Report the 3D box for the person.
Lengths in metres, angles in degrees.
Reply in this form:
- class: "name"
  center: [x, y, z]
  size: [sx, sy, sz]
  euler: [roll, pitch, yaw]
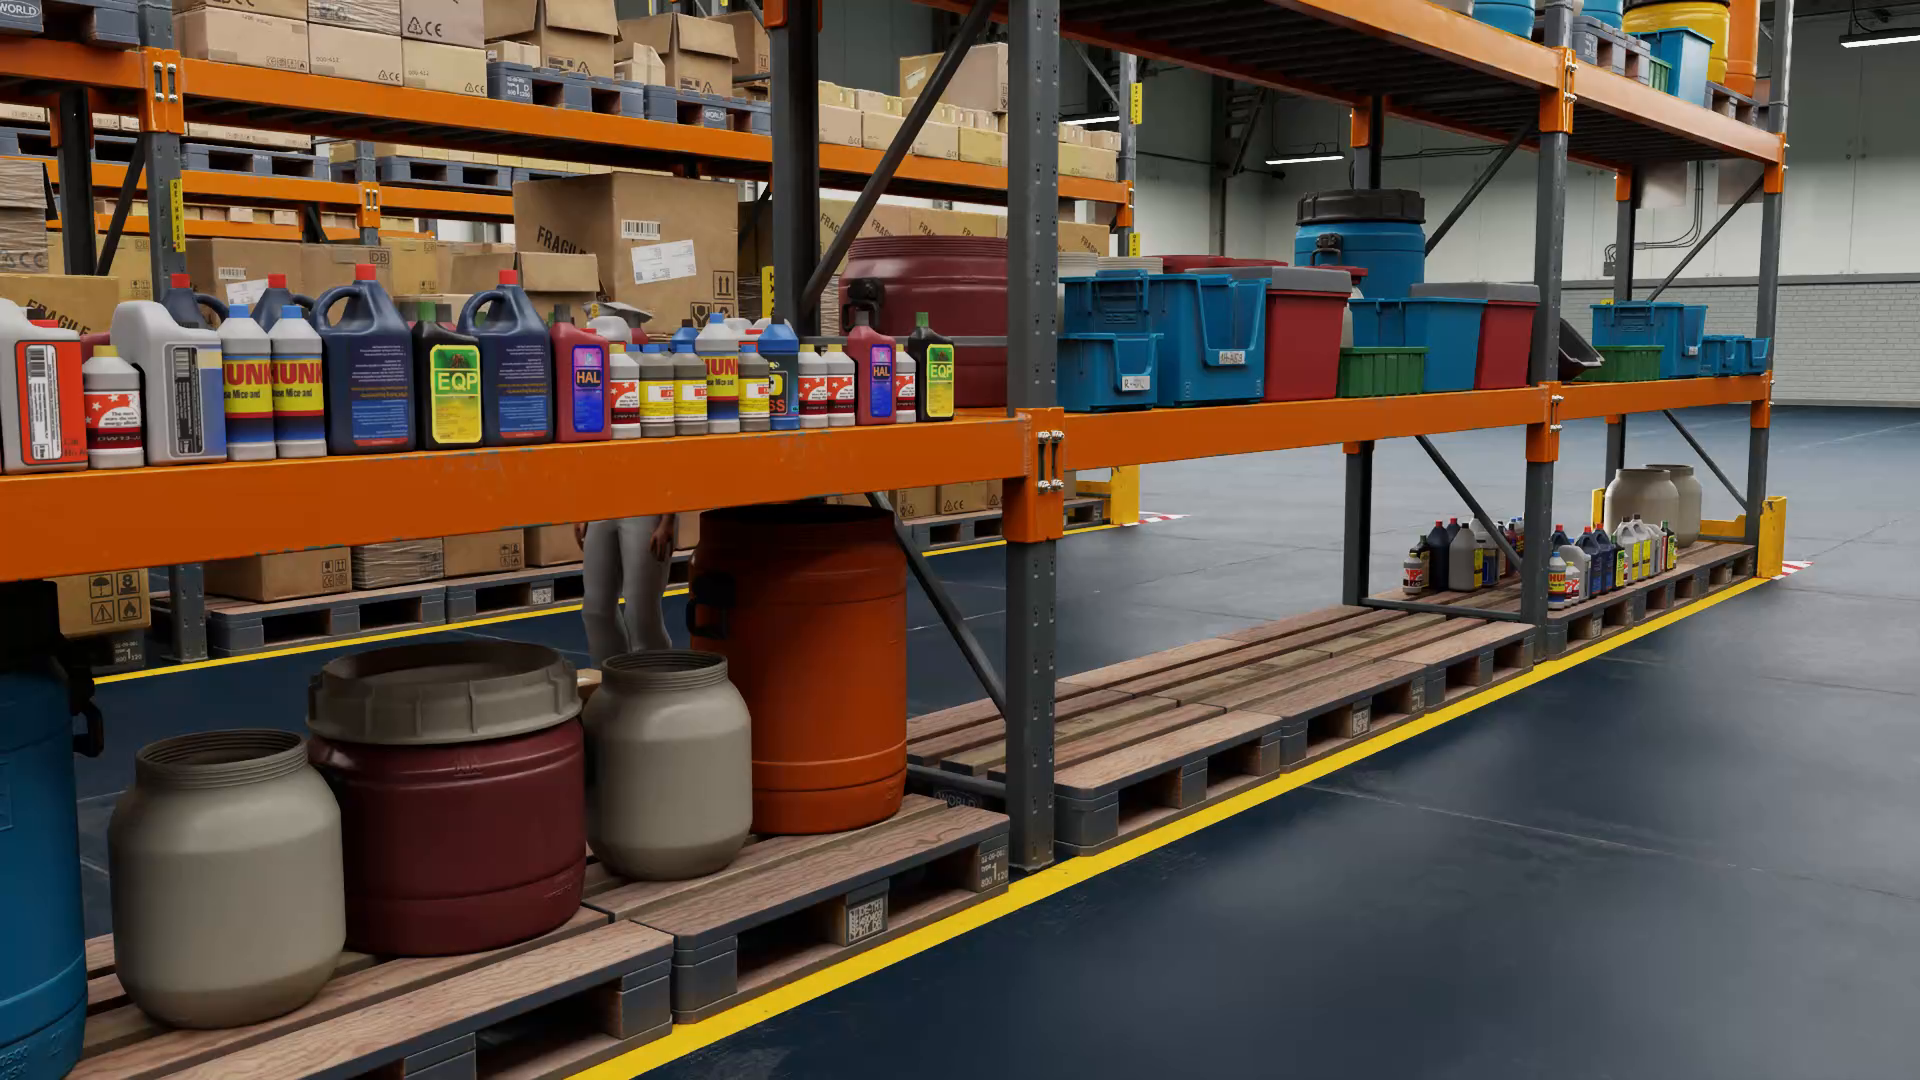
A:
- class: "person"
  center: [-1.290, -0.080, 6.405]
  size: [0.531, 1.660, 0.398]
  euler: [5, 8, 35]
